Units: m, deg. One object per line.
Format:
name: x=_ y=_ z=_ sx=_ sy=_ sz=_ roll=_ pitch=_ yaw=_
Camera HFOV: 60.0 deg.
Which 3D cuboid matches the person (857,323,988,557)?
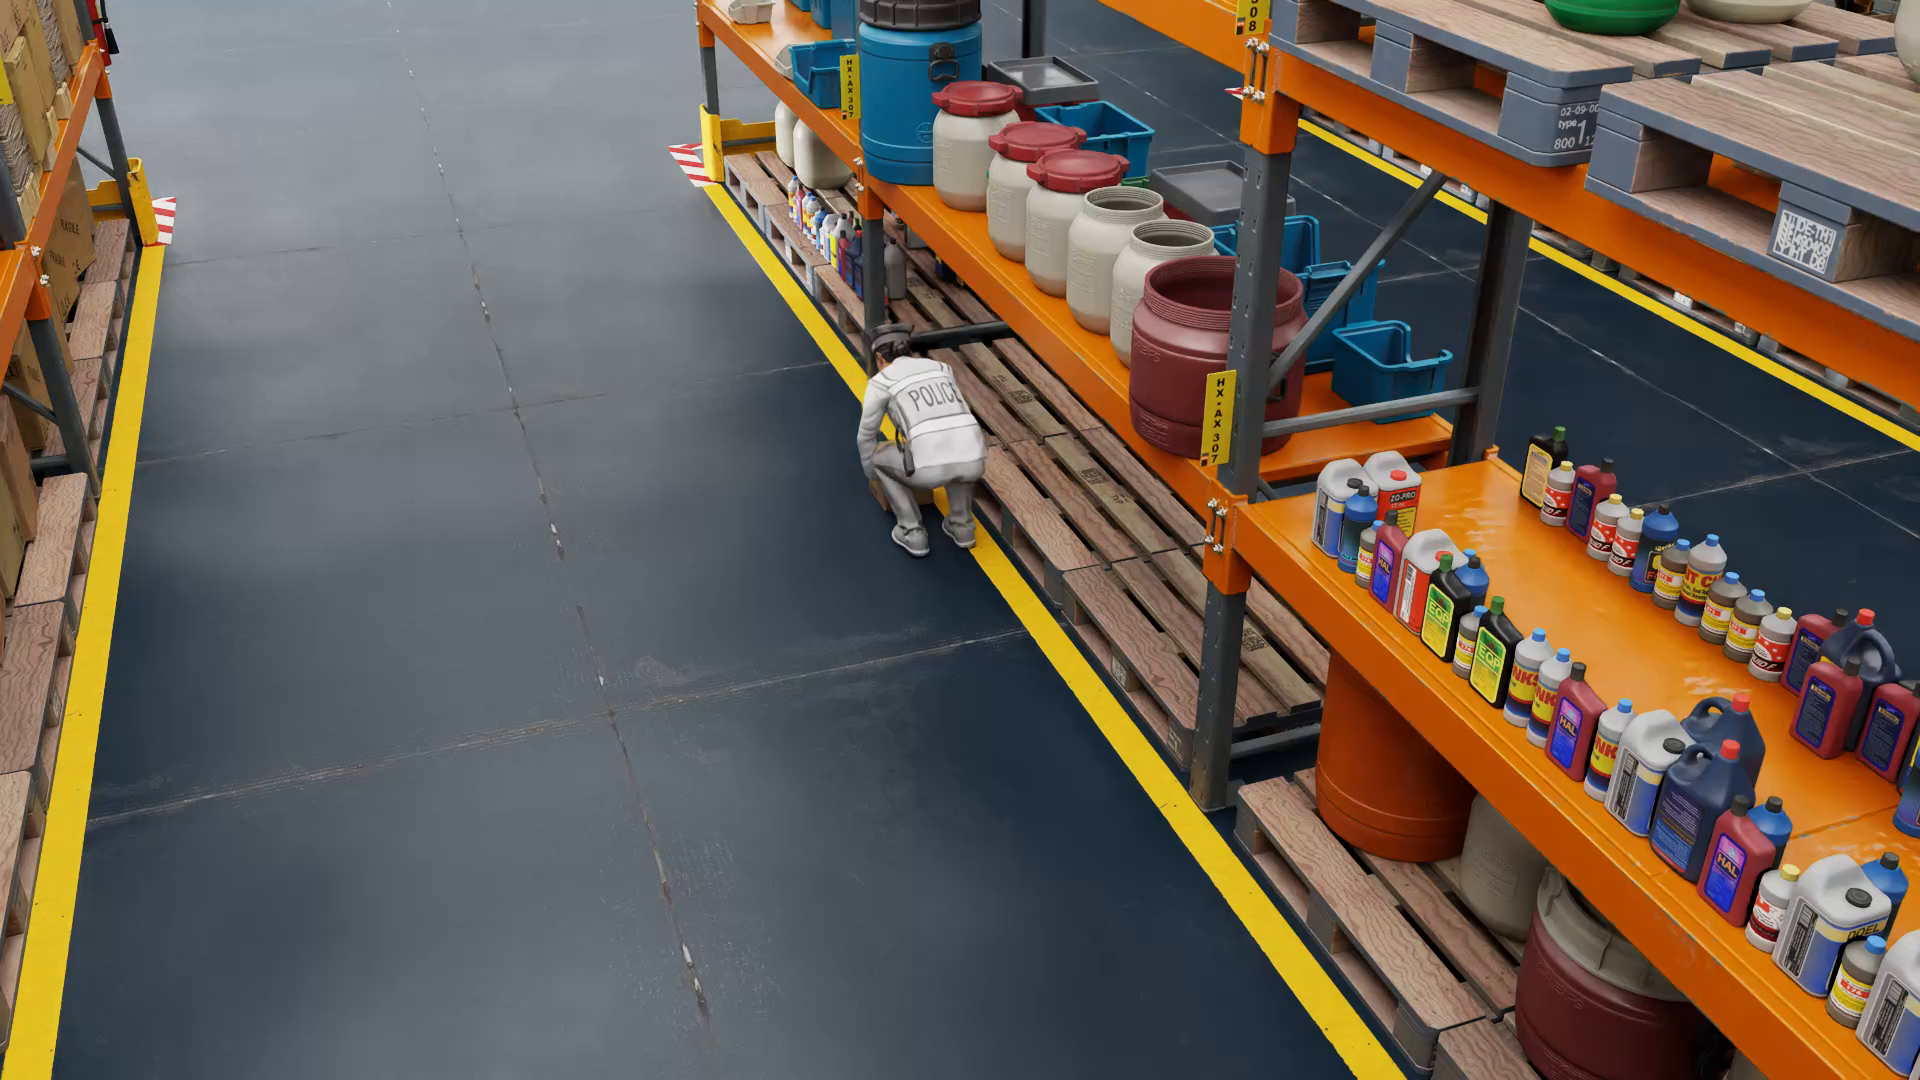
person: x=-0.190 y=-0.465 z=7.639 sx=0.494 sy=0.964 sz=0.848 roll=-11 pitch=32 yaw=-18
